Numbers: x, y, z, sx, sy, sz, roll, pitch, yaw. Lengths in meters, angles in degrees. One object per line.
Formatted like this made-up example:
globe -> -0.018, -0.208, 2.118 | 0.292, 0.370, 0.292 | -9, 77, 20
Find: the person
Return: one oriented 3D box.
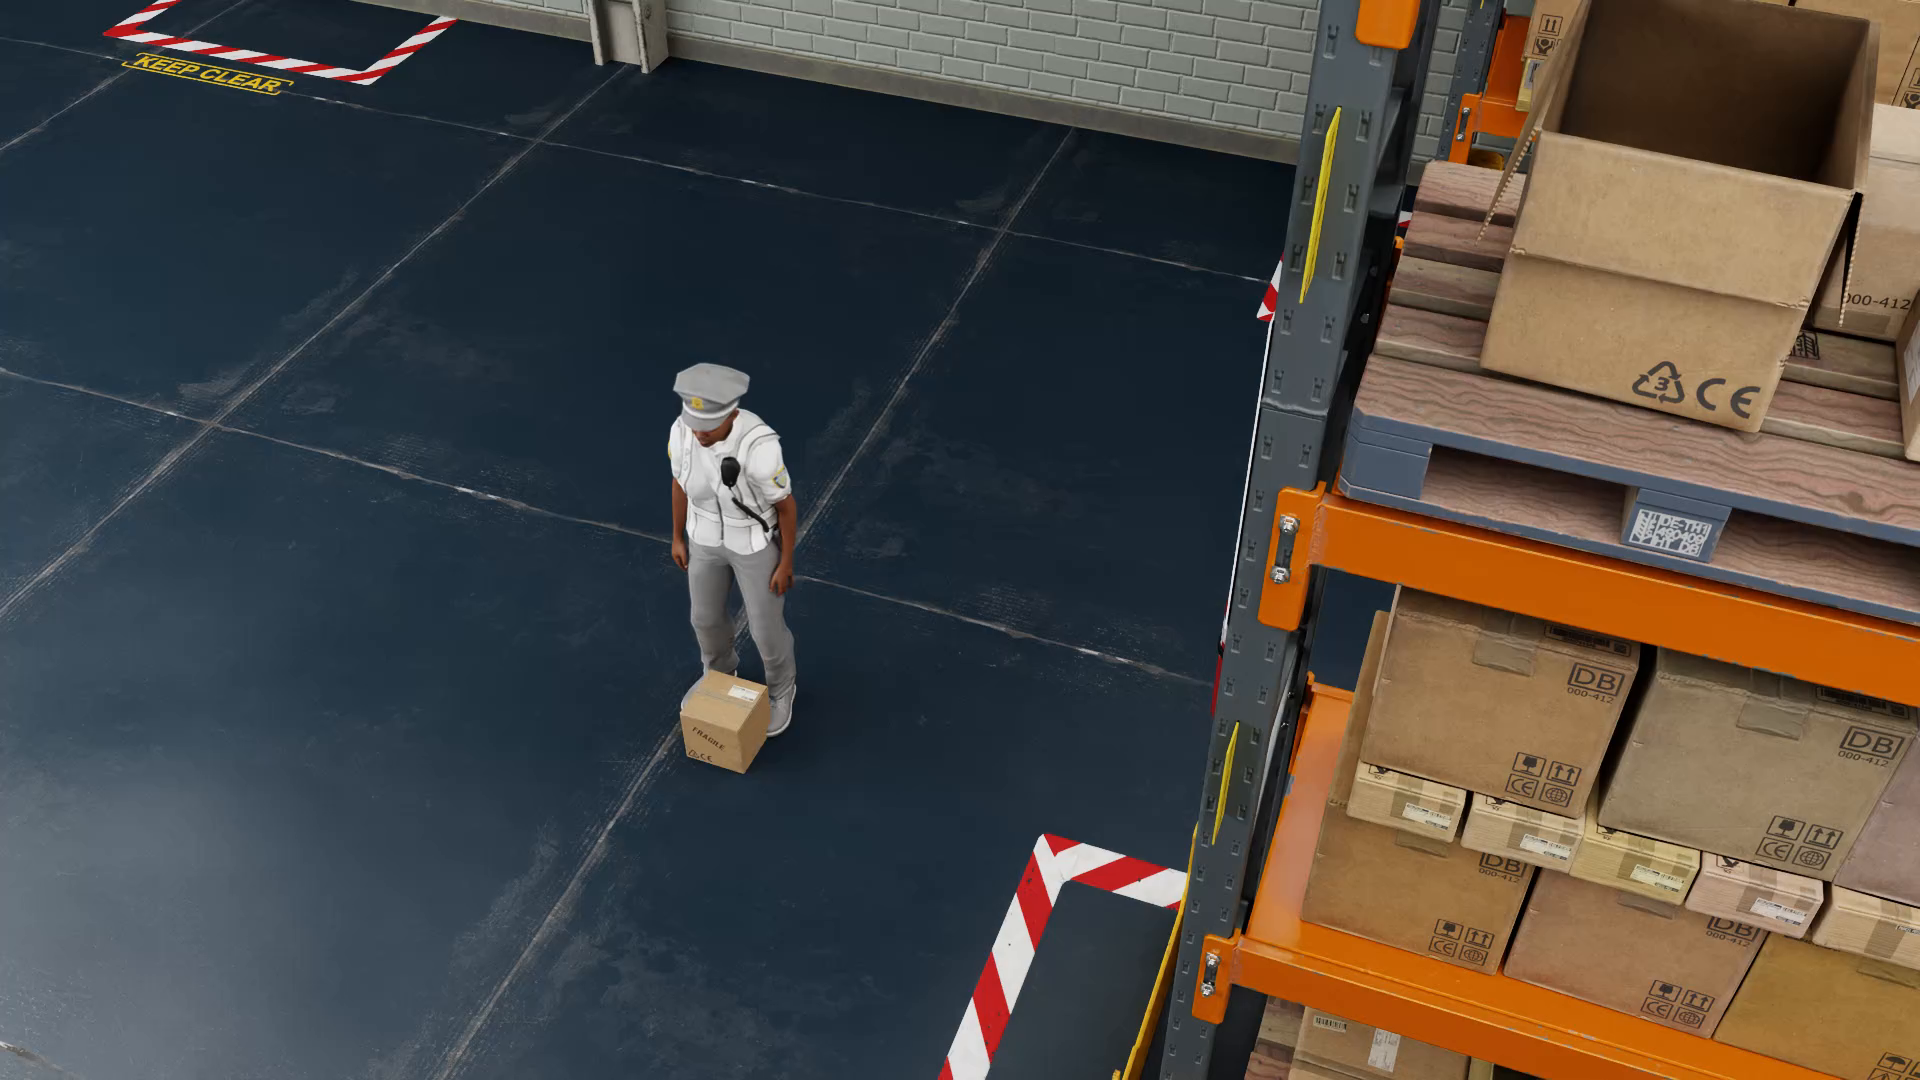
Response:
person -> -0.836, 0.028, 6.128 | 0.508, 1.659, 0.395 | 14, 44, 15
